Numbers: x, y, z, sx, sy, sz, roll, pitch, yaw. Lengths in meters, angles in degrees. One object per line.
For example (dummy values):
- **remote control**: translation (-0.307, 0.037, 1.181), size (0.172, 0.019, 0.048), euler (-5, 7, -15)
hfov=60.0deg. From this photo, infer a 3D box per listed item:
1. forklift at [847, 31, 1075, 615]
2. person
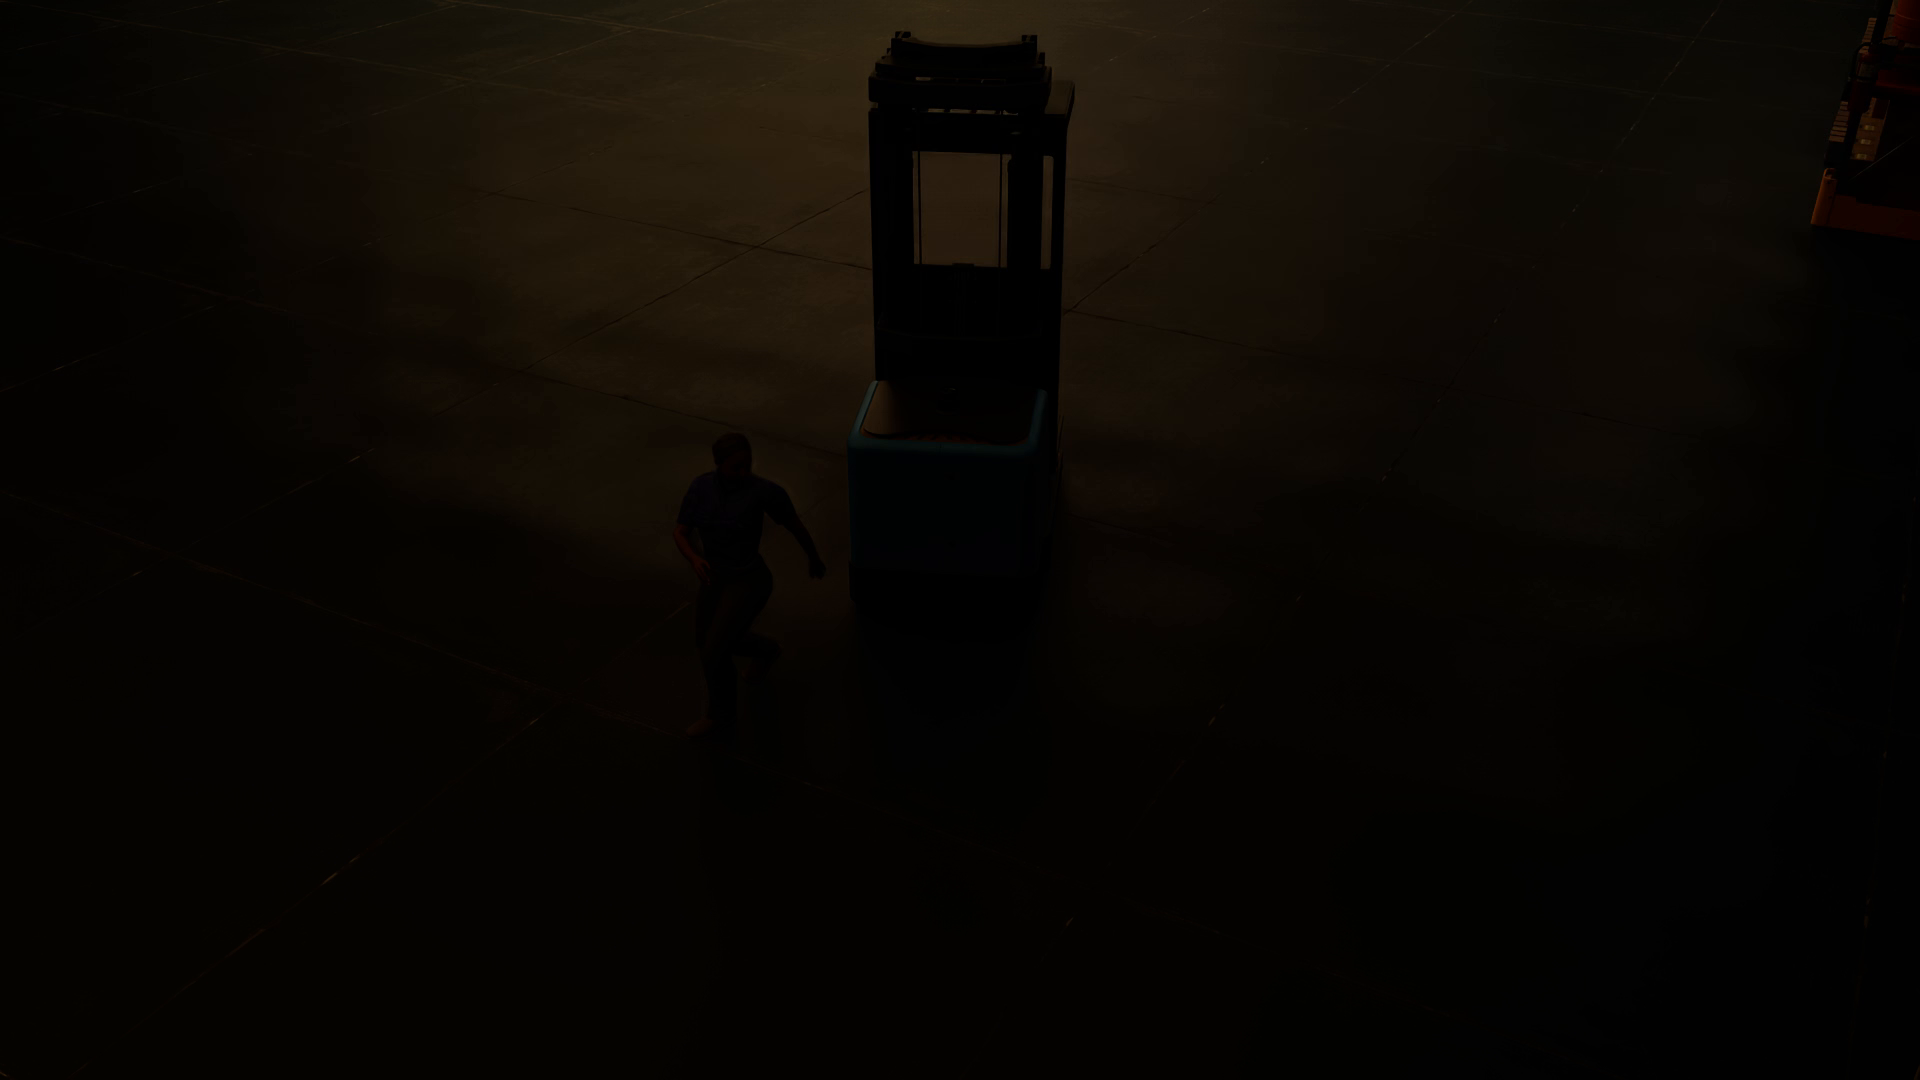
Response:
- **forklift**: translation (0.072, -1.572, 9.794), size (1.130, 2.935, 3.031), euler (3, 30, 6)
- **person**: translation (-1.083, 0.182, 8.133), size (0.503, 1.577, 0.783), euler (22, 37, 33)
